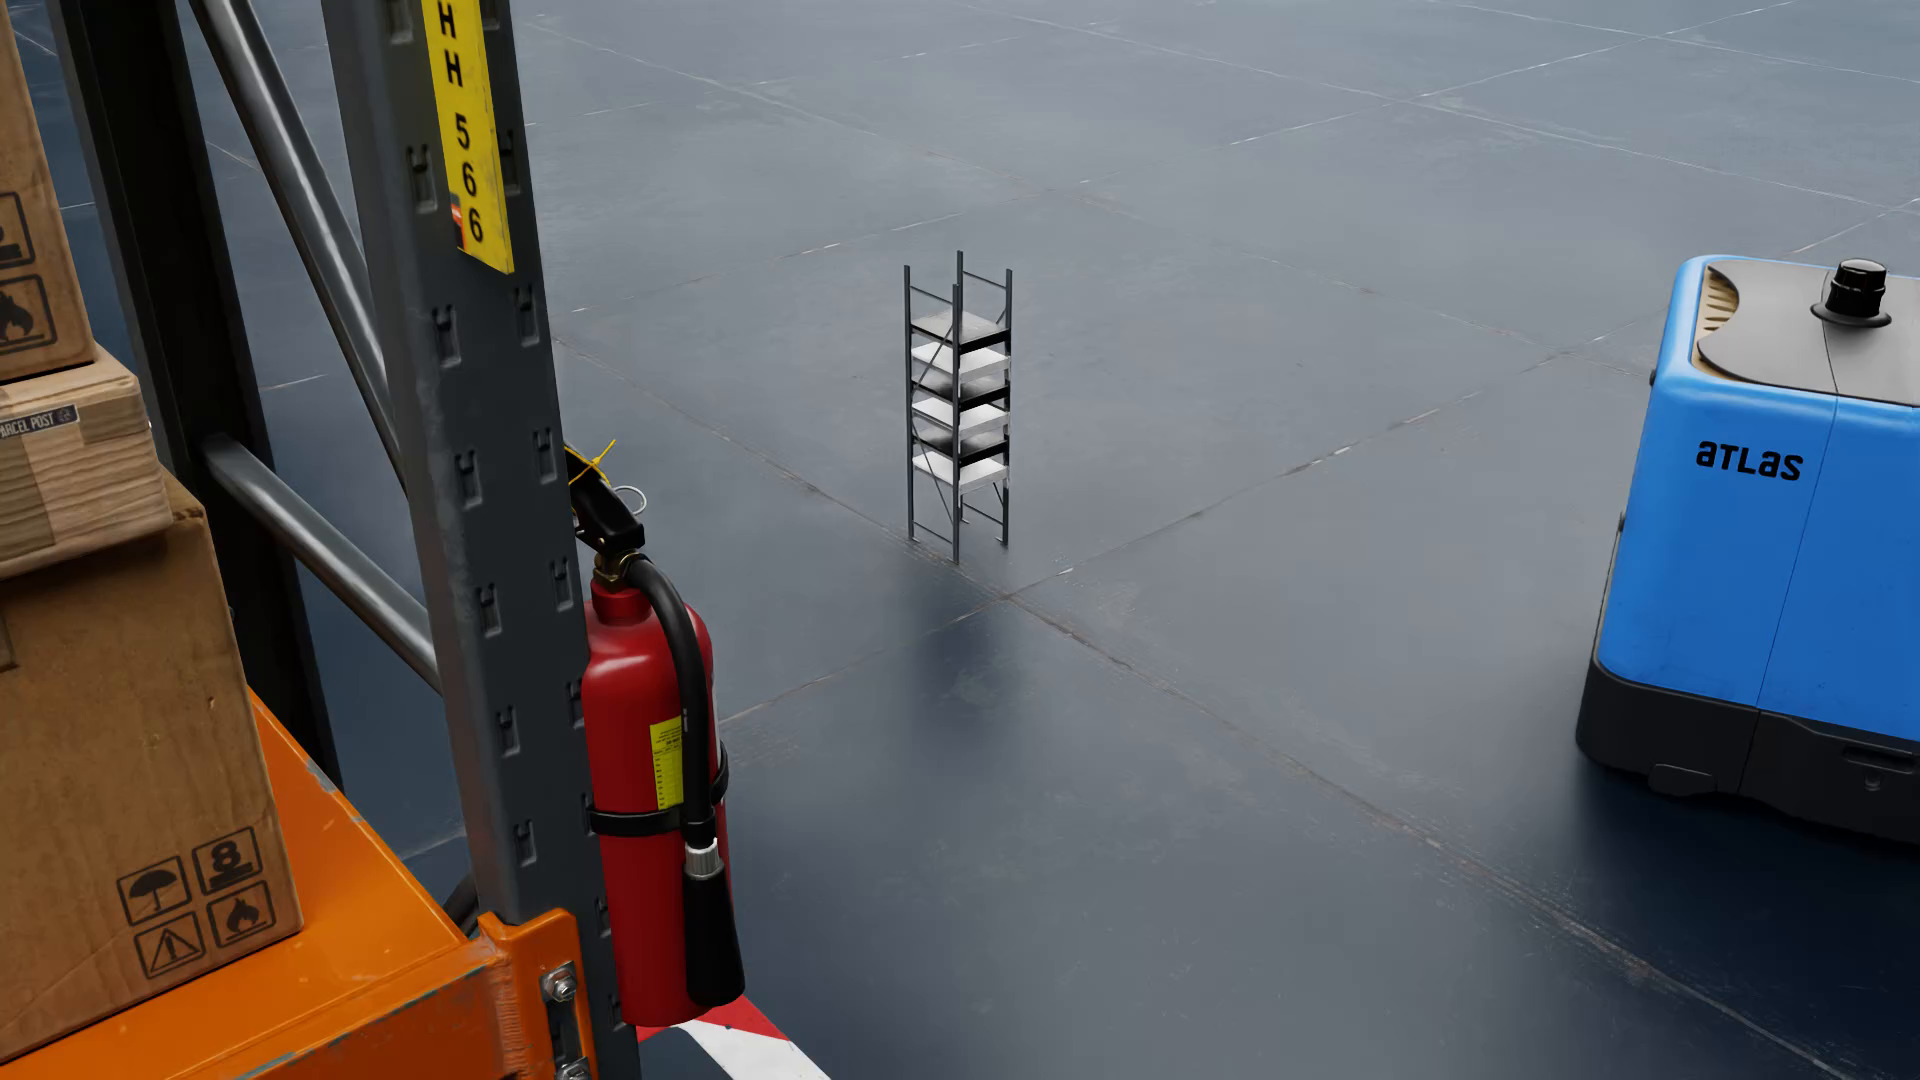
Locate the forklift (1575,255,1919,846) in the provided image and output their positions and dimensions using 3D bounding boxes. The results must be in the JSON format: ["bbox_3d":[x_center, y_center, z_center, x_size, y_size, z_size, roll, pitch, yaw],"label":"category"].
[{"bbox_3d":[3.101,-0.629,3.317,3.031,2.935,1.130,12,30,21],"label":"forklift"}]

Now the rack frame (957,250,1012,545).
[{"bbox_3d":[0.071,-0.426,5.091,0.006,0.900,0.240,-22,35,-35],"label":"rack frame"}]

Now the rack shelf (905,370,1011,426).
[{"bbox_3d":[-0.006,-0.444,5.007,0.200,0.077,0.258,-22,35,-35],"label":"rack shelf"}]

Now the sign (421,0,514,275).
[{"bbox_3d":[-0.390,-0.373,1.285,0.005,0.325,0.100,-22,35,-35],"label":"sign"}]

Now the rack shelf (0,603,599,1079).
[{"bbox_3d":[-2.253,0.973,1.010,4.000,0.370,1.077,-22,35,-35],"label":"rack shelf"}]

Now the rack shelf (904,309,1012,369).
[{"bbox_3d":[-0.006,-0.603,4.922,0.200,0.077,0.258,-22,35,-35],"label":"rack shelf"}]

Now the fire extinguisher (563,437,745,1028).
[{"bbox_3d":[-0.340,0.208,1.760,0.183,0.674,0.296,-22,35,-35],"label":"fire extinguisher"}]

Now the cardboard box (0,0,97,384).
[{"bbox_3d":[-1.135,-0.418,1.367,0.500,0.500,0.700,-22,35,-35],"label":"cardboard box"}]

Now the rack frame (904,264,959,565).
[{"bbox_3d":[-0.084,-0.363,4.975,0.006,0.900,0.240,-22,35,-35],"label":"rack frame"}]

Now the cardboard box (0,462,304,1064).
[{"bbox_3d":[-1.095,0.138,1.703,0.500,0.500,0.700,-22,35,-35],"label":"cardboard box"}]

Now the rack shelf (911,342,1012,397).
[{"bbox_3d":[-0.006,-0.524,4.964,0.200,0.077,0.258,-22,35,-35],"label":"rack shelf"}]

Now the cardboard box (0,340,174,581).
[{"bbox_3d":[-0.899,-0.101,1.463,0.250,0.149,0.380,-23,35,-36],"label":"cardboard box"}]

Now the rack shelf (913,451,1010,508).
[{"bbox_3d":[-0.006,-0.206,5.134,0.200,0.077,0.258,-22,35,-35],"label":"rack shelf"}]

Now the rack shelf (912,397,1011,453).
[{"bbox_3d":[-0.006,-0.365,5.049,0.200,0.077,0.258,-22,35,-35],"label":"rack shelf"}]

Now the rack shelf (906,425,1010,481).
[{"bbox_3d":[-0.006,-0.286,5.091,0.200,0.077,0.258,-22,35,-35],"label":"rack shelf"}]

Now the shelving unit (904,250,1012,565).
[{"bbox_3d":[-0.006,-0.394,5.033,0.210,0.900,0.258,-22,35,-35],"label":"shelving unit"}]
